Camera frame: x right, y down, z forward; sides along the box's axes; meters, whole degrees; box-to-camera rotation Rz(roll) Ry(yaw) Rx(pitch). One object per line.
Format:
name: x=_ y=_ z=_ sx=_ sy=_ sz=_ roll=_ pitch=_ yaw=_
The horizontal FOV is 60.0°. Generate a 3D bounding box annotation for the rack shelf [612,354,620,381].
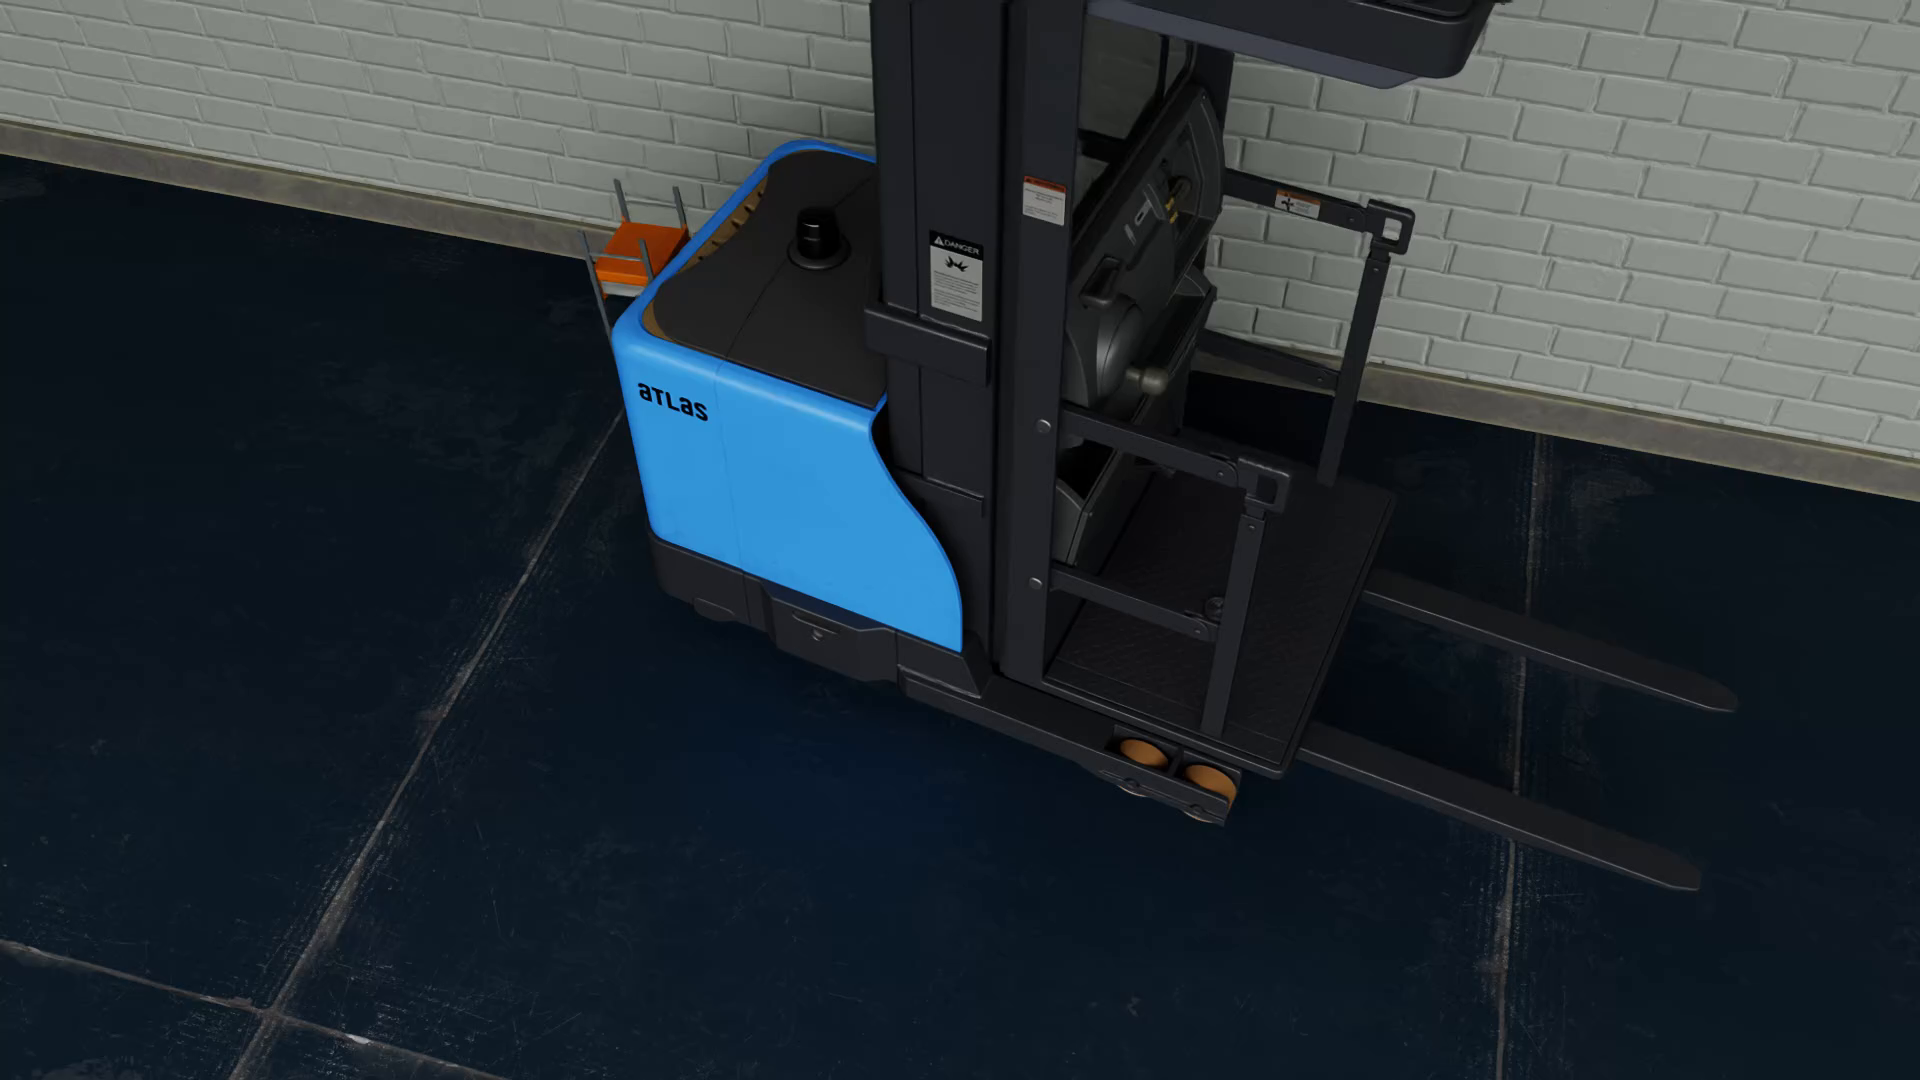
rack shelf: x=-0.895 y=-0.567 z=5.055 sx=0.215 sy=0.259 sz=0.240 roll=9 pitch=49 yaw=13

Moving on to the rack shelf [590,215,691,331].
rack shelf: x=-0.913 y=-0.758 z=4.846 sx=0.215 sy=0.259 sz=0.240 roll=9 pitch=49 yaw=13

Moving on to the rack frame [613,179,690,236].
rack frame: x=-0.862 y=-0.662 z=5.125 sx=0.200 sy=1.050 sz=0.008 roll=9 pitch=49 yaw=13

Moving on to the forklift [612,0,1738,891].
forklift: x=0.630 y=-0.655 z=3.873 sx=3.031 sy=2.935 sz=1.130 roll=20 pitch=51 yaw=17

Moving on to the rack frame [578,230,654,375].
rack frame: x=-0.929 y=-0.486 z=4.969 sx=0.200 sy=1.050 sz=0.008 roll=9 pitch=49 yaw=13

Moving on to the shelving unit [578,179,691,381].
shelving unit: x=-0.895 y=-0.574 z=5.047 sx=0.215 sy=1.050 sz=0.252 roll=9 pitch=49 yaw=13
